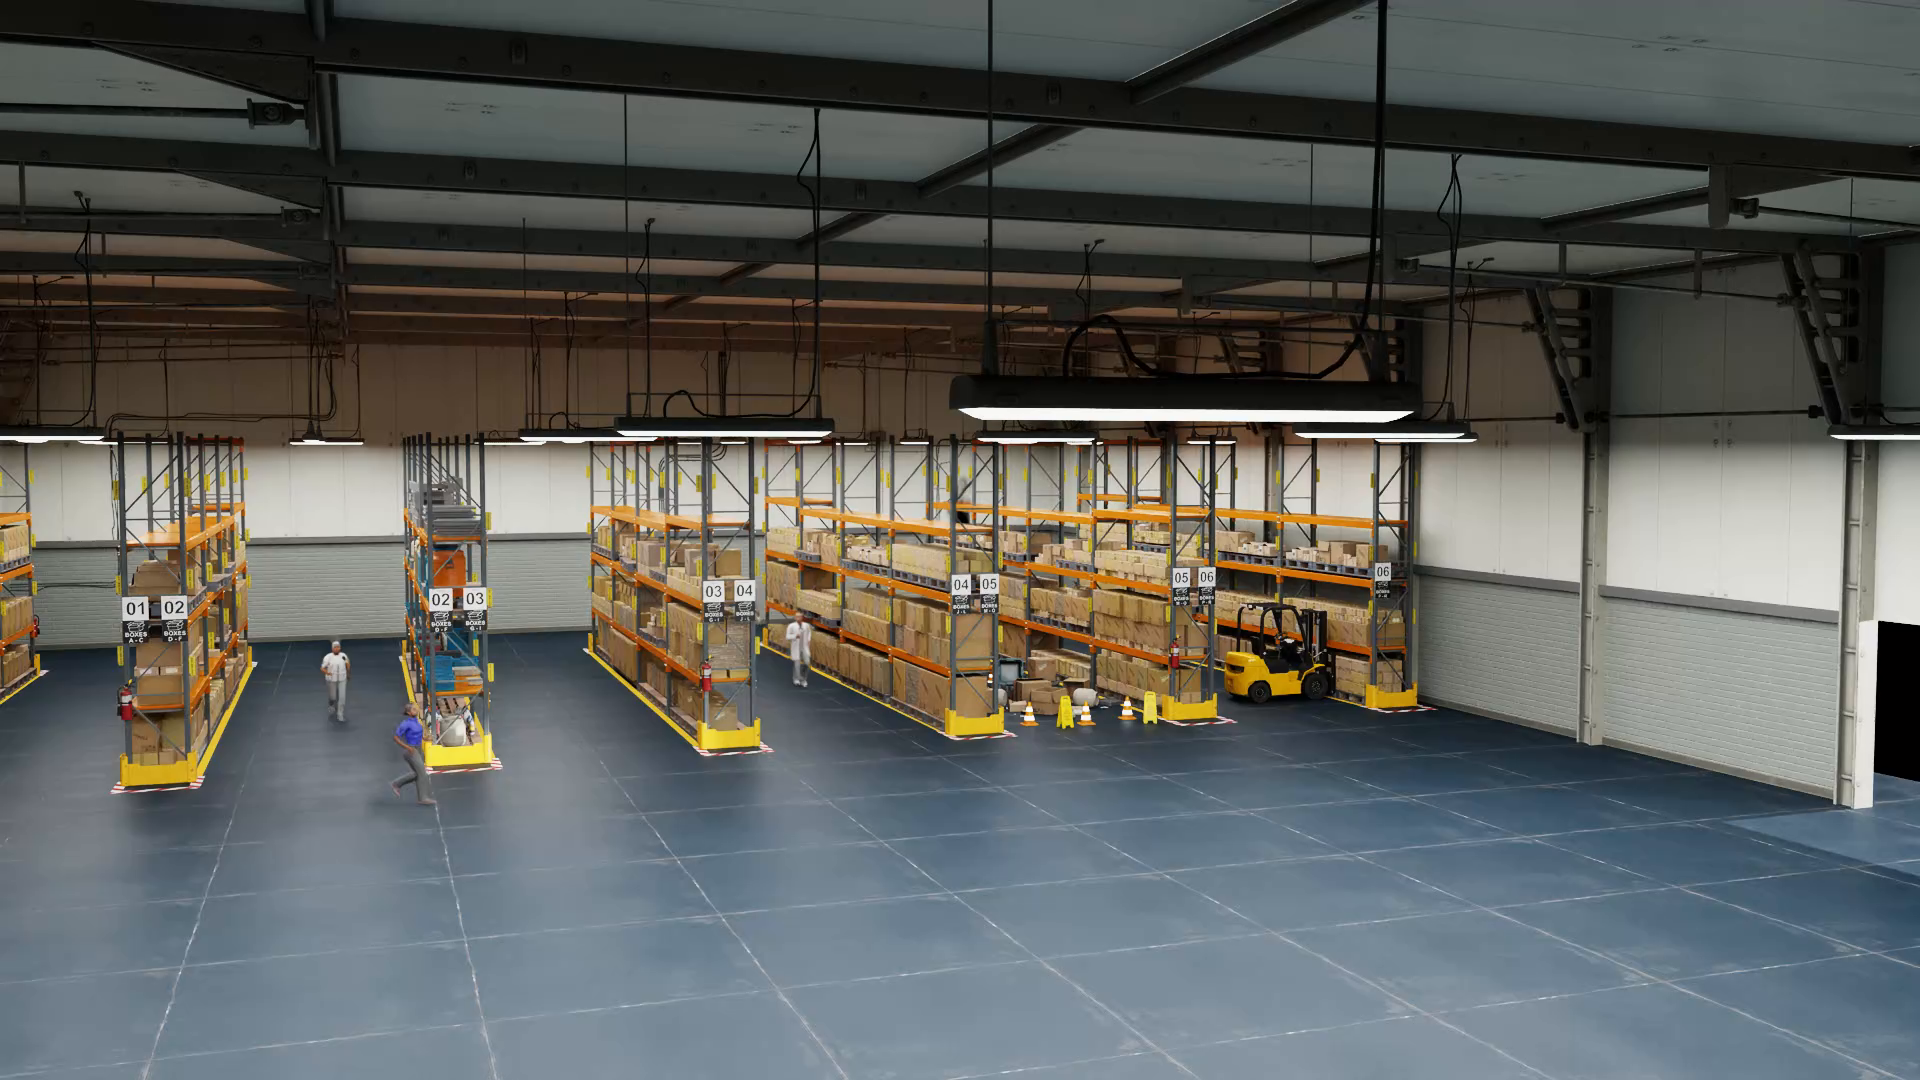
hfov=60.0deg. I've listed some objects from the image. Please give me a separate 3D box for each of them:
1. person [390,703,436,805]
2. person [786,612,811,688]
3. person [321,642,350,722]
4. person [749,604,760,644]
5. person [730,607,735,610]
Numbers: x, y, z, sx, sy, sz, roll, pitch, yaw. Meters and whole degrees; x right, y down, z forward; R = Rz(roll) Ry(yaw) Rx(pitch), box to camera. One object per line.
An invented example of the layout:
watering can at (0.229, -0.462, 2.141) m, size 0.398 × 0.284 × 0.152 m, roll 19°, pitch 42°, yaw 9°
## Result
person at (-8.809, 3.426, 26.689) m, size 0.815 × 1.620 × 0.588 m, roll 0°, pitch 3°, yaw 7°
person at (-3.825, 2.639, 39.813) m, size 0.688 × 1.814 × 0.755 m, roll -1°, pitch 3°, yaw -21°
person at (-13.119, 2.963, 35.003) m, size 0.607 × 1.659 × 0.849 m, roll -2°, pitch 4°, yaw -30°
person at (-5.761, 2.334, 45.172) m, size 0.691 × 1.784 × 0.970 m, roll -1°, pitch 3°, yaw -20°
person at (-6.816, 2.215, 48.195) m, size 0.753 × 1.680 × 0.983 m, roll 1°, pitch 3°, yaw 13°
